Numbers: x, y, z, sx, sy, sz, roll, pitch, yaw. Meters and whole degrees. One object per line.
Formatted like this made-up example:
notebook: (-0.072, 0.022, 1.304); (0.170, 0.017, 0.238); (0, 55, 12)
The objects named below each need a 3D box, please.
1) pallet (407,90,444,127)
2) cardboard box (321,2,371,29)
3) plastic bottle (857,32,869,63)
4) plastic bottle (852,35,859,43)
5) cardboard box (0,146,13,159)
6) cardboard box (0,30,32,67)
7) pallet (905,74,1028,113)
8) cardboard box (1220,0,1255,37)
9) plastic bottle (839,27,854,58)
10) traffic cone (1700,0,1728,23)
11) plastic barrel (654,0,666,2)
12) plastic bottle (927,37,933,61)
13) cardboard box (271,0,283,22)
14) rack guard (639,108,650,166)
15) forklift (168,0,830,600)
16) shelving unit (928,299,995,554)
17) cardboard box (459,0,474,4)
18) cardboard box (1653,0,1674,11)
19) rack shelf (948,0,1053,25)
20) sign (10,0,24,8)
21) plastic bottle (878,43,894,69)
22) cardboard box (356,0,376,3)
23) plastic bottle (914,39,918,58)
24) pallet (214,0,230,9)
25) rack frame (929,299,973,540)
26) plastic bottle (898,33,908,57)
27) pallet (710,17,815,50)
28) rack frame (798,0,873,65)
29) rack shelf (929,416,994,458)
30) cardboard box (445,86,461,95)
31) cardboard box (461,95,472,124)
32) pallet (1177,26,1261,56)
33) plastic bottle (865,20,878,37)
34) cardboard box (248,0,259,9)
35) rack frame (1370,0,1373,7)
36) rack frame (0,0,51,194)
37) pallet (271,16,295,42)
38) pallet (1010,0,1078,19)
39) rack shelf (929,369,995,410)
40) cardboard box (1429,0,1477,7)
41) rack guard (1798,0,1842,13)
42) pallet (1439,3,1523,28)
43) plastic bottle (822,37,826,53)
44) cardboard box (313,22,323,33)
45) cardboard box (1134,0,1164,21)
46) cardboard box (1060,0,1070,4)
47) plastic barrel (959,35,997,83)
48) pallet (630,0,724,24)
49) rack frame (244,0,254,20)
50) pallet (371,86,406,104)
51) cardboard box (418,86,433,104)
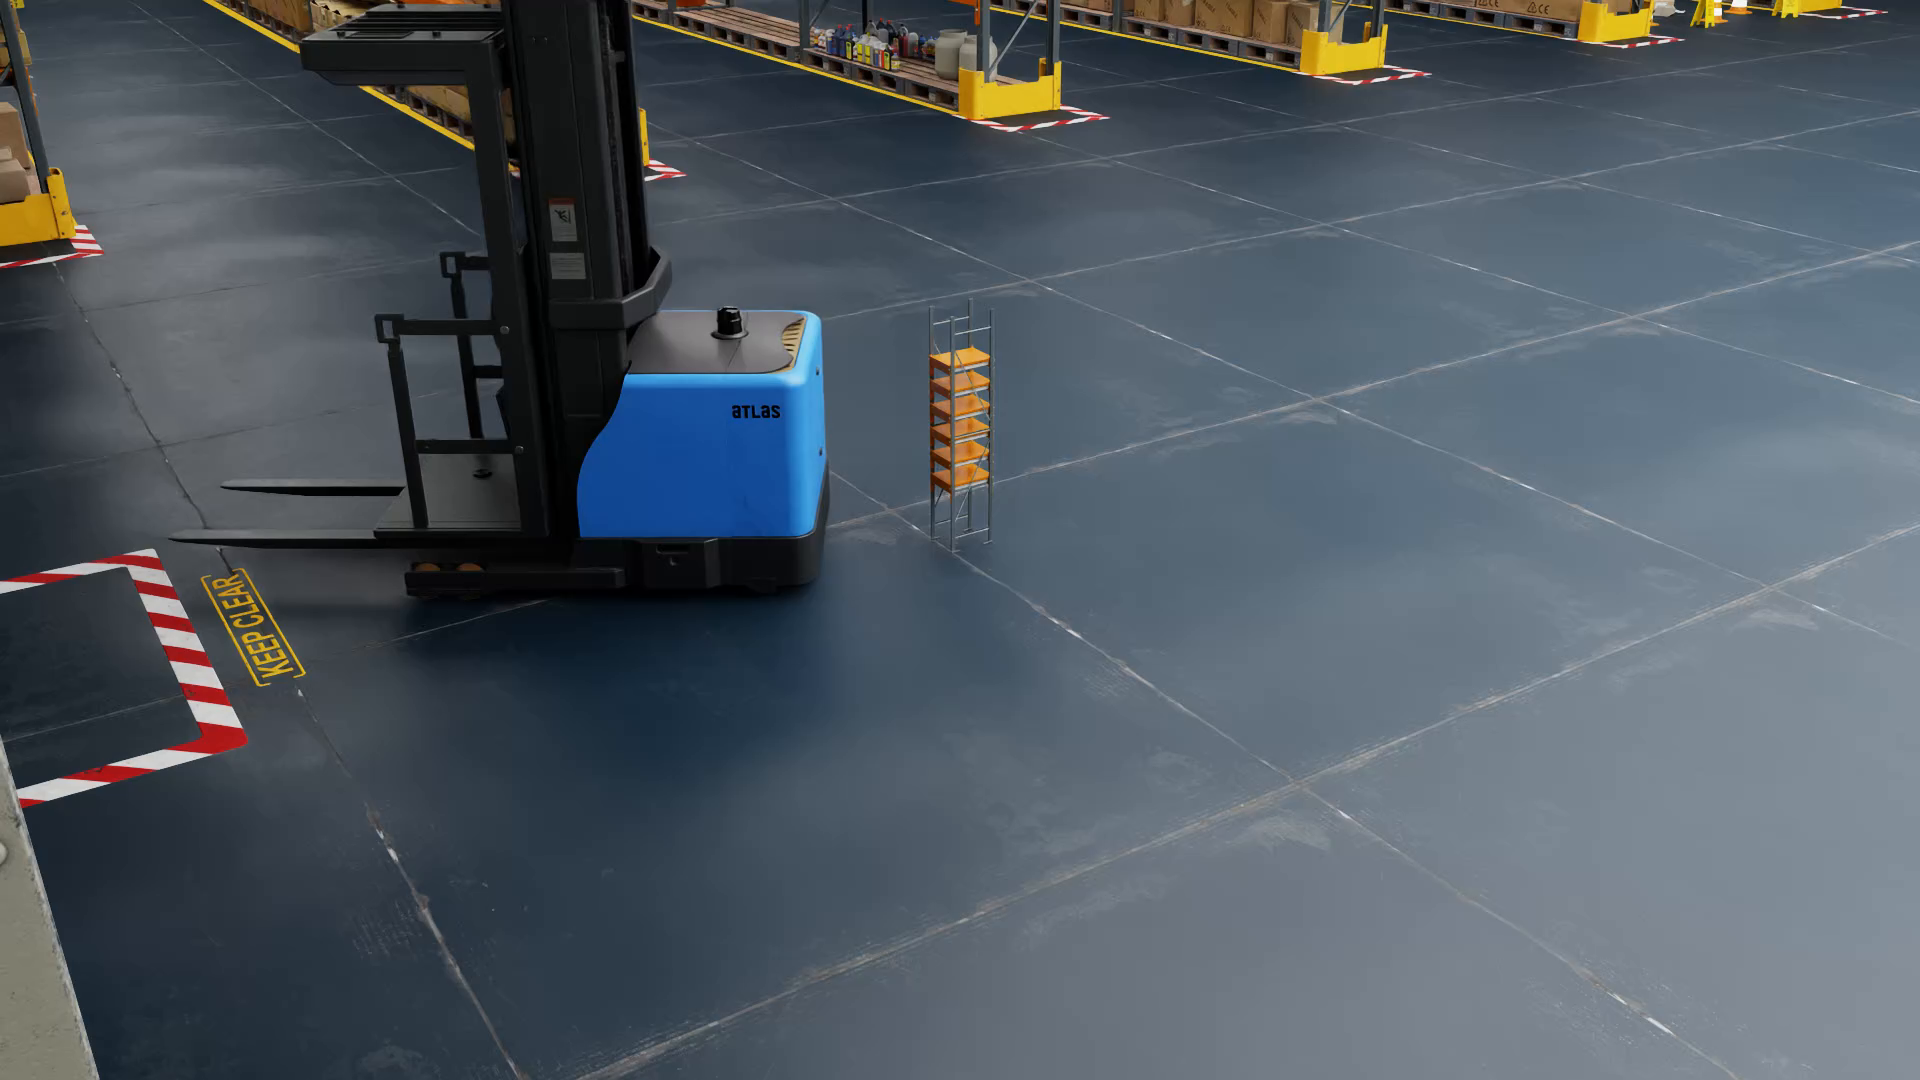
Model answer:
pallet: (-5.311, -4.736, 18.034); (1.003, 0.211, 1.213); (-16, 29, -30)
cardboard box: (-7.560, -6.480, 20.535); (0.500, 0.311, 0.500); (-16, 30, -31)
plastic bottle: (-1.130, -5.840, 19.695); (0.144, 0.351, 0.185); (-16, 30, -30)
plastic bottle: (-1.251, -5.912, 19.941); (0.097, 0.271, 0.097); (0, 25, 0)
cardboard box: (-8.289, -3.160, 14.064); (0.500, 0.311, 0.500); (-13, 28, -25)
cardboard box: (-7.676, -3.894, 13.137); (0.500, 0.250, 0.500); (-17, 30, -31)
pallet: (0.105, -5.060, 18.722); (1.003, 0.211, 1.213); (-16, 29, -30)
cardboard box: (3.767, -6.888, 21.764); (0.500, 0.500, 0.500); (-13, 28, -25)
plastic bottle: (-1.362, -5.992, 20.017); (0.144, 0.351, 0.185); (-17, 30, -32)
traffic cone: (11.018, -7.803, 24.236); (0.336, 0.463, 0.334); (-16, 29, -30)
plastic barrel: (-4.406, -8.292, 24.723); (0.421, 0.512, 0.421); (0, 25, 0)
plastic bottle: (-0.345, -5.858, 19.826); (0.097, 0.271, 0.097); (0, 25, 0)
cardboard box: (-9.175, -7.441, 22.912); (0.500, 0.500, 0.500); (-17, 30, -31)
rack guard: (-3.514, -3.721, 15.547); (1.175, 0.500, 0.348); (-16, 29, -30)
forklift: (-2.178, -1.274, 7.515); (3.031, 2.935, 1.130); (0, 25, 0)
shelving unit: (0.008, -0.537, 7.983); (0.258, 1.200, 0.189); (-16, 29, -30)
cardboard box: (-4.618, -5.628, 16.542); (0.700, 0.500, 0.500); (-15, 29, -28)
cardboard box: (10.671, -8.185, 25.415); (0.380, 0.149, 0.250); (-1, 25, -3)
rack shelf: (-0.466, -6.403, 19.143); (1.077, 0.370, 4.000); (-16, 29, -30)
sign: (-7.221, -4.222, 12.666); (0.100, 0.325, 0.005); (-16, 29, -30)
plastic bottle: (-0.859, -5.632, 19.341); (0.152, 0.276, 0.135); (-15, 29, -29)
cardboard box: (-7.402, -6.792, 21.195); (0.500, 0.311, 0.500); (-15, 29, -28)
plastic bottle: (-0.511, -5.935, 20.071); (0.097, 0.201, 0.097); (0, 25, 0)
pallet: (-11.122, -8.574, 26.165); (1.003, 0.211, 1.213); (-16, 29, -30)
rack frame: (-0.042, -0.570, 8.052); (0.240, 1.200, 0.006); (-16, 29, -30)
plastic bottle: (-0.688, -5.983, 20.077); (0.061, 0.283, 0.133); (-16, 29, -30)
pallet: (-2.690, -6.891, 22.601); (1.003, 0.211, 1.213); (-16, 29, -30)
rack frame: (-1.558, -7.444, 20.505); (1.000, 3.000, 0.127); (-16, 29, -30)
rack shelf: (0.008, -0.497, 8.002); (0.258, 0.103, 0.180); (-16, 29, -30)
cardboard box: (-4.899, -4.802, 16.758); (0.500, 0.500, 0.500); (-16, 29, -30)
cardboard box: (-4.625, -4.284, 16.540); (0.500, 0.250, 0.500); (-16, 29, -30)
pallet: (3.658, -6.668, 22.128); (1.003, 0.211, 1.213); (-16, 29, -30)
plastic bottle: (-1.086, -6.248, 20.559); (0.144, 0.351, 0.185); (-16, 29, -30)
cardboard box: (-10.018, -7.991, 24.076); (0.500, 0.500, 0.500); (-17, 30, -32)
rack frame: (6.802, -9.718, 25.322); (1.000, 3.000, 0.127); (-16, 29, -30)
rack frame: (-7.675, -3.704, 12.583); (1.000, 3.000, 0.127); (-16, 29, -30)
pallet: (-8.932, -7.172, 23.196); (1.003, 0.211, 1.213); (-16, 29, -30)
pallet: (1.495, -8.052, 25.059); (1.003, 0.211, 1.213); (-16, 29, -30)
rack shelf: (0.008, -0.714, 7.899); (0.258, 0.103, 0.180); (-16, 29, -30)
cardboard box: (7.582, -8.384, 24.493); (0.875, 0.875, 0.875); (-15, 29, -29)
rack guard: (13.037, -8.374, 25.402); (1.175, 0.500, 0.348); (-16, 29, -30)
pallet: (7.822, -7.730, 24.377); (1.003, 0.211, 1.213); (-16, 29, -30)
plastic bottle: (-1.641, -6.088, 20.396); (0.097, 0.201, 0.097); (0, 25, 0)
cardboard box: (-7.854, -6.412, 21.048); (0.500, 0.250, 0.500); (-16, 29, -30)
cardboard box: (2.776, -7.505, 23.071); (0.500, 0.500, 0.500); (-17, 30, -31)
cardboard box: (1.724, -8.266, 24.660); (0.700, 0.500, 0.500); (-18, 31, -34)
plastic barrel: (0.202, -5.296, 18.376); (0.421, 0.512, 0.421); (0, 25, 0)
pallet: (-4.207, -7.886, 24.707); (1.003, 0.211, 1.213); (-16, 29, -30)
rack frame: (-10.078, -9.152, 24.124); (1.000, 3.000, 0.127); (-16, 29, -30)
pallet: (-6.145, -5.284, 19.196); (1.003, 0.211, 1.213); (-16, 29, -30)
cardboard box: (-5.443, -4.821, 17.677); (0.500, 0.250, 0.500); (-16, 29, -30)
